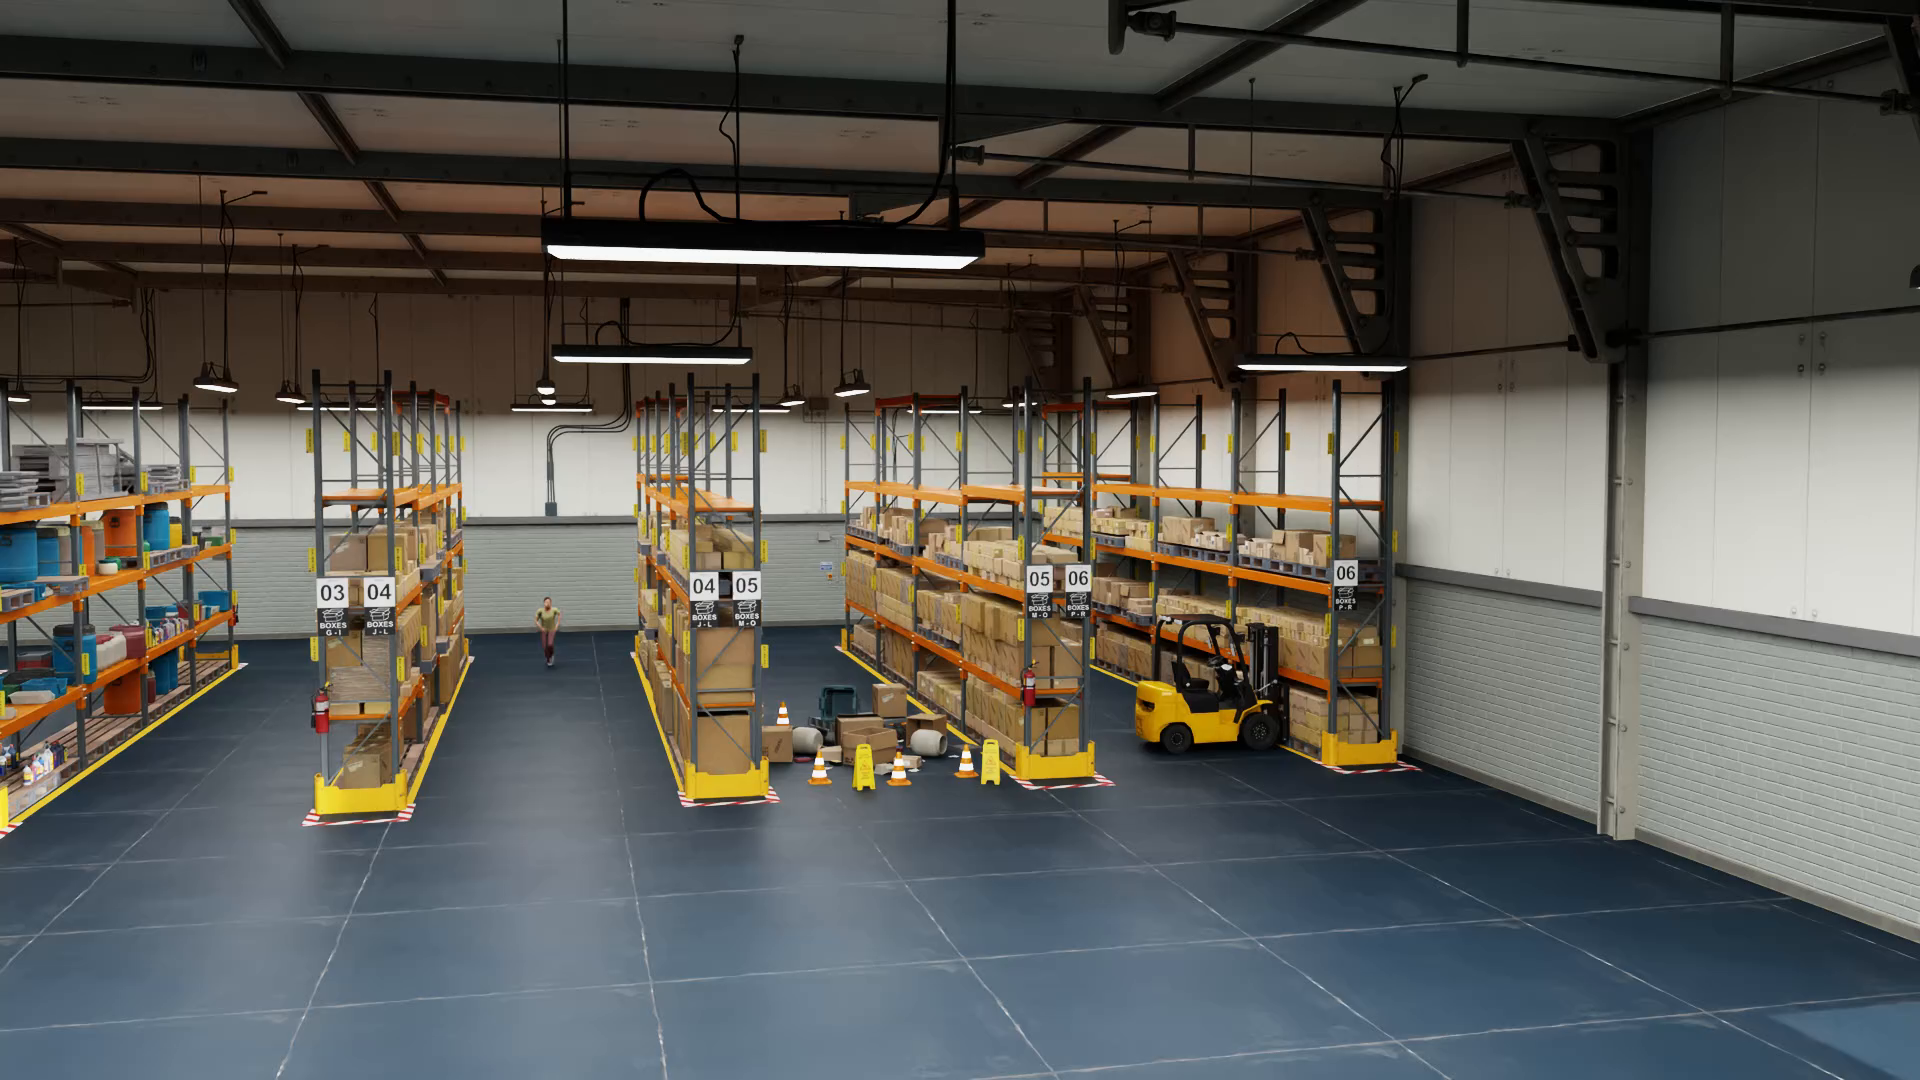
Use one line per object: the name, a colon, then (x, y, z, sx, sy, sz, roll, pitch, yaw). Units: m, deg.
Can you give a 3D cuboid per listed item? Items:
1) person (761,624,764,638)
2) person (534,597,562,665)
person: (-4.929, 1.854, 39.096, 0.462, 1.784, 0.610, -2, 4, -37)
person: (-9.273, 2.059, 37.455, 0.565, 1.568, 0.692, 0, 3, -3)
